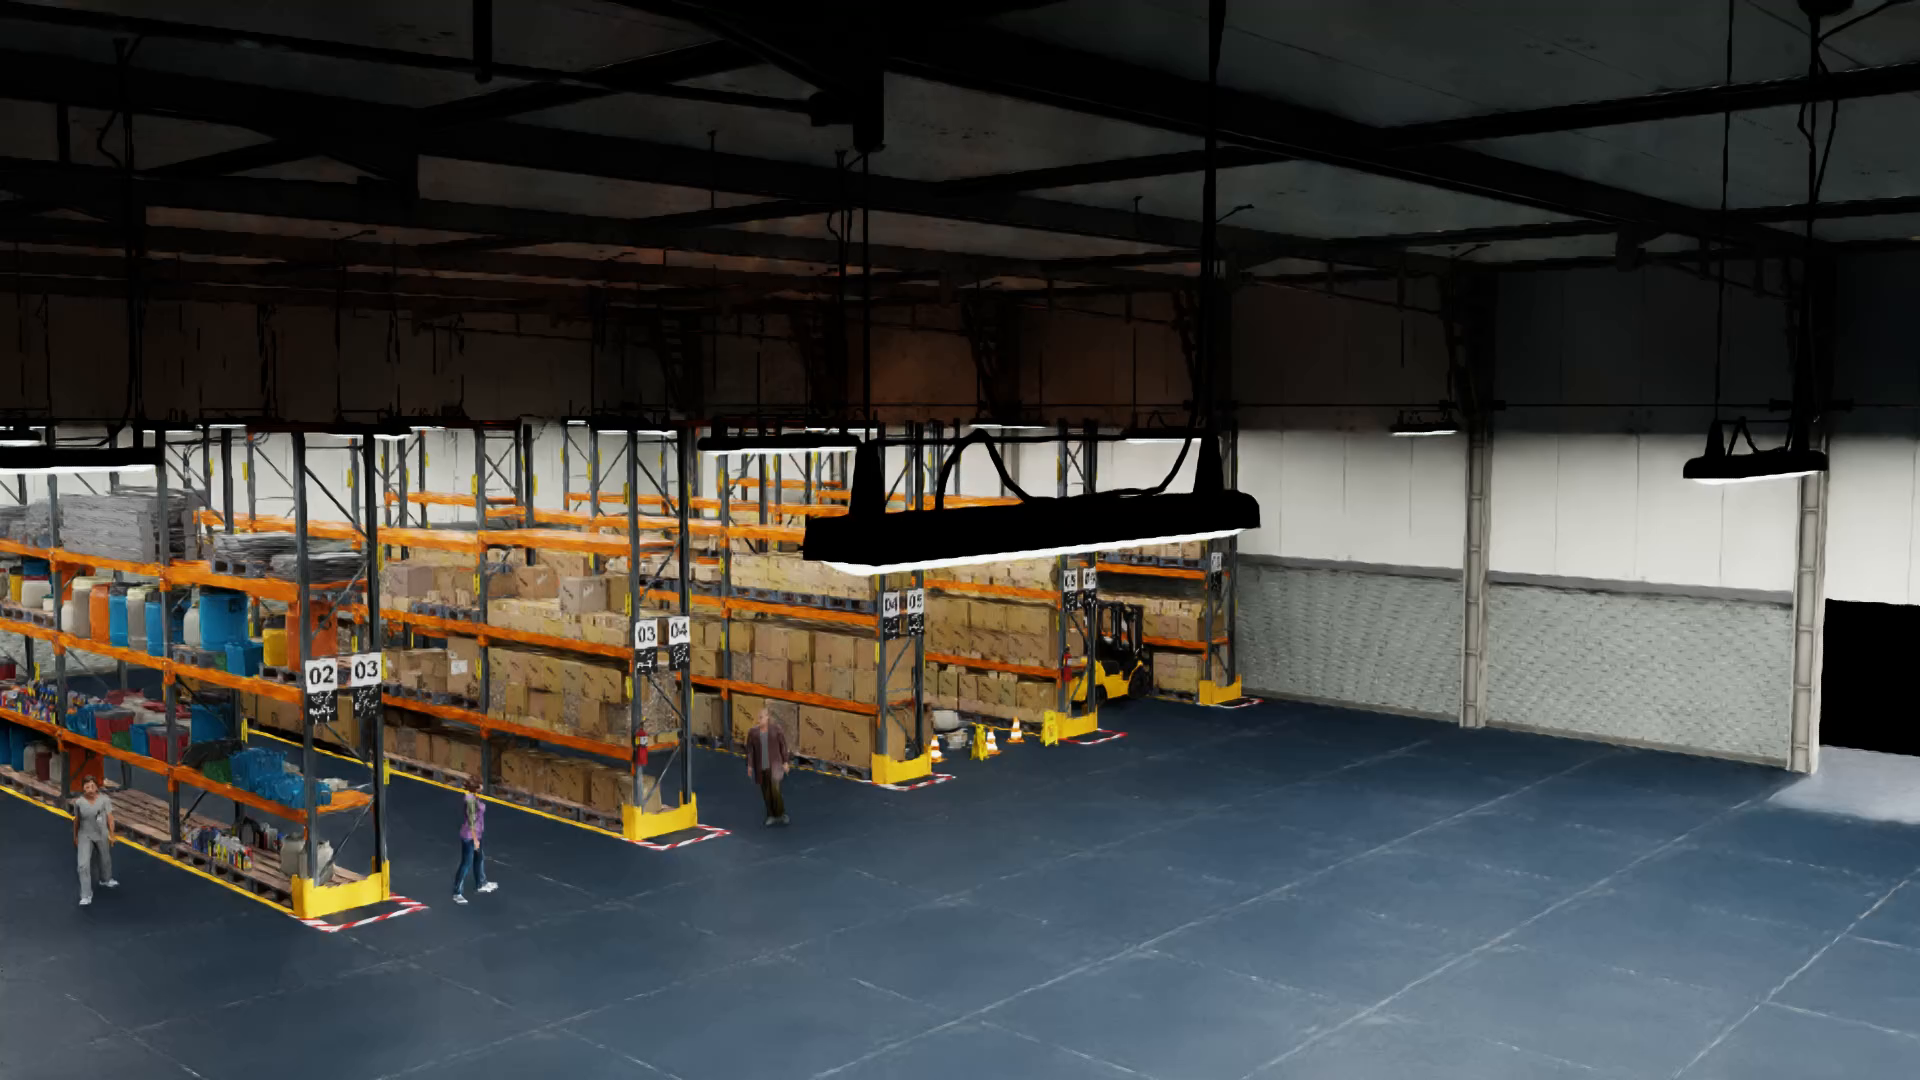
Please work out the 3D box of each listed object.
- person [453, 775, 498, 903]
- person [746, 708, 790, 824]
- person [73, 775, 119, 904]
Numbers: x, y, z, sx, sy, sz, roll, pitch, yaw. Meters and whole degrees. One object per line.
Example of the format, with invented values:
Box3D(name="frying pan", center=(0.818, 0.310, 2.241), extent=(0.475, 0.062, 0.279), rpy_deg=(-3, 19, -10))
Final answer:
Box3D(name="person", center=(-6.230, 3.785, 21.300), extent=(0.530, 1.588, 0.638), rpy_deg=(-1, 5, -11))
Box3D(name="person", center=(-2.870, 3.392, 24.969), extent=(0.690, 1.764, 0.523), rpy_deg=(1, 5, 9))
Box3D(name="person", center=(-11.084, 3.784, 21.305), extent=(0.495, 1.609, 0.947), rpy_deg=(-2, 5, -27))
